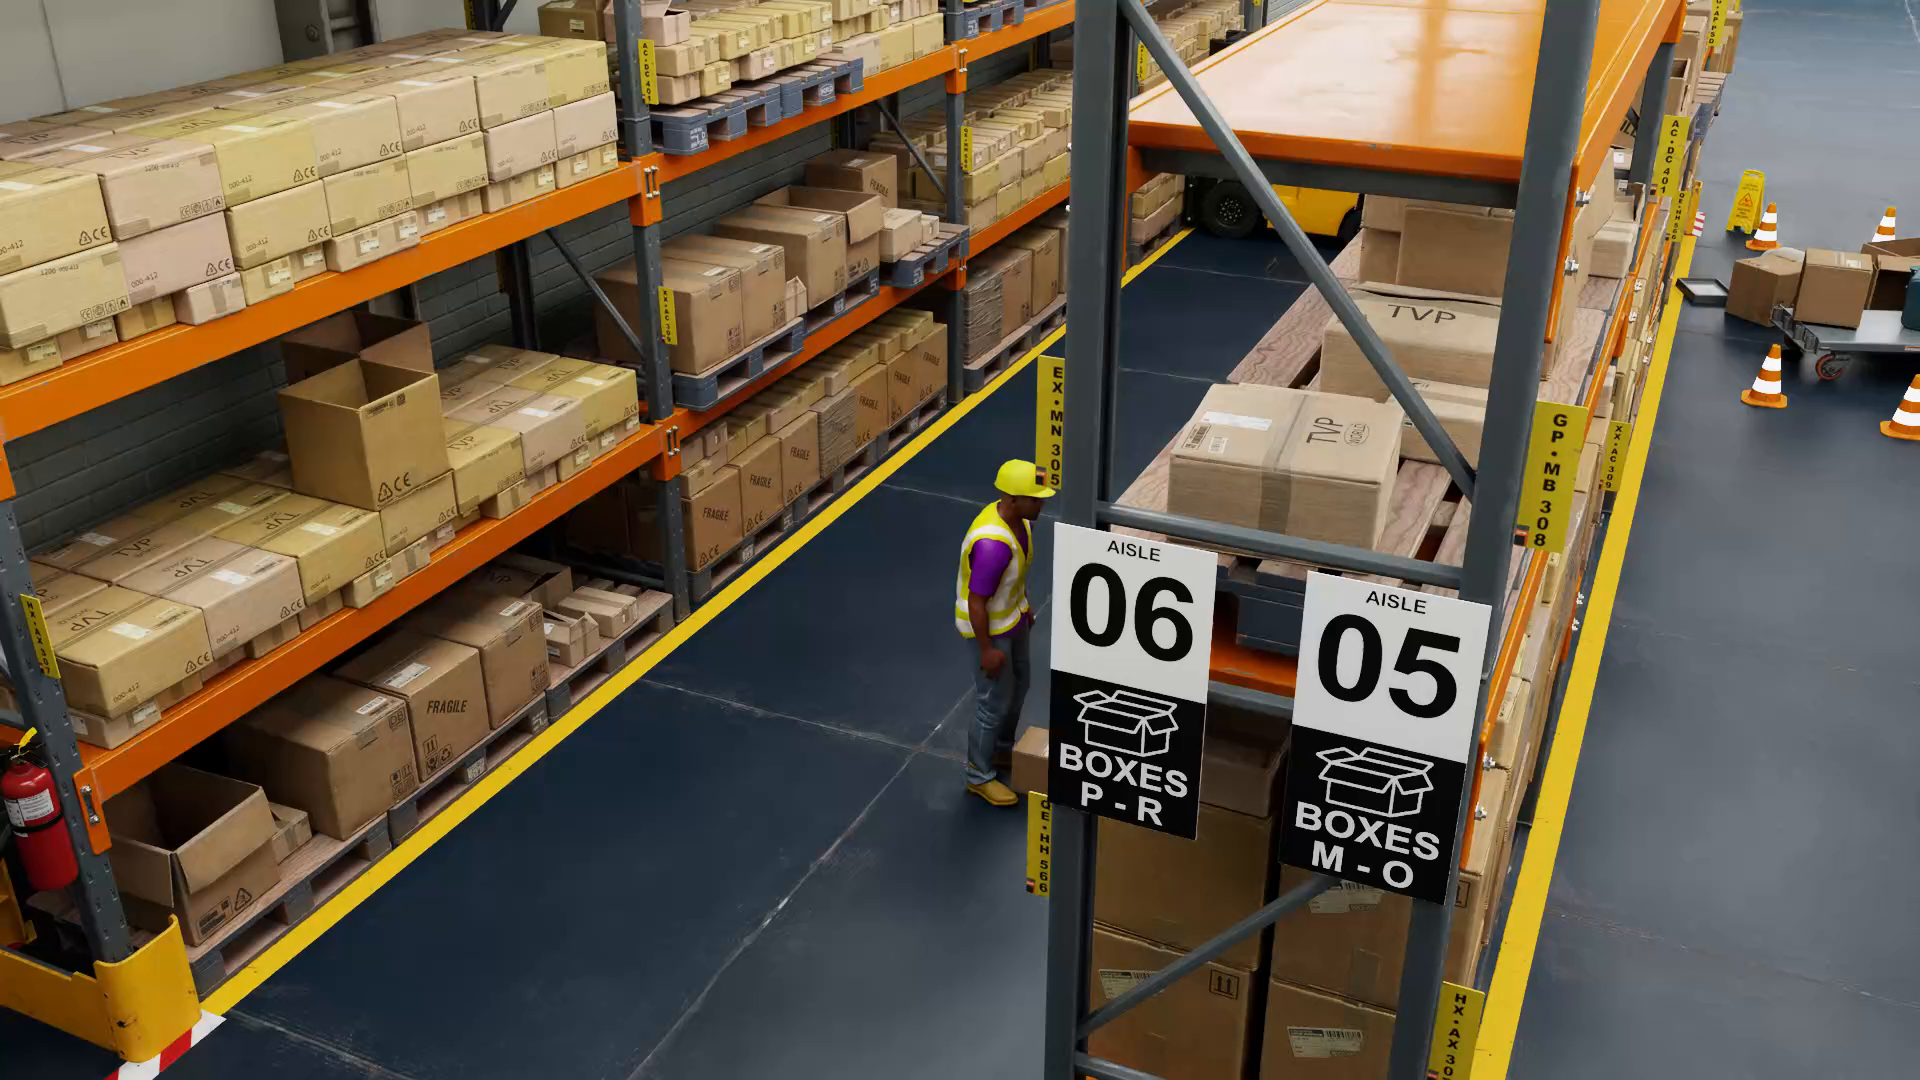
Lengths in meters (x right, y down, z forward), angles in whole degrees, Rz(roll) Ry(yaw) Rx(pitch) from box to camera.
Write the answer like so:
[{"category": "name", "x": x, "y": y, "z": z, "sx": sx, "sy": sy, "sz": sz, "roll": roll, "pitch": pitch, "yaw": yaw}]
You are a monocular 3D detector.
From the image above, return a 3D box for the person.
[{"category": "person", "x": 0.222, "y": 0.421, "z": 8.229, "sx": 0.459, "sy": 1.760, "sz": 0.634, "roll": 10, "pitch": 28, "yaw": 19}]
